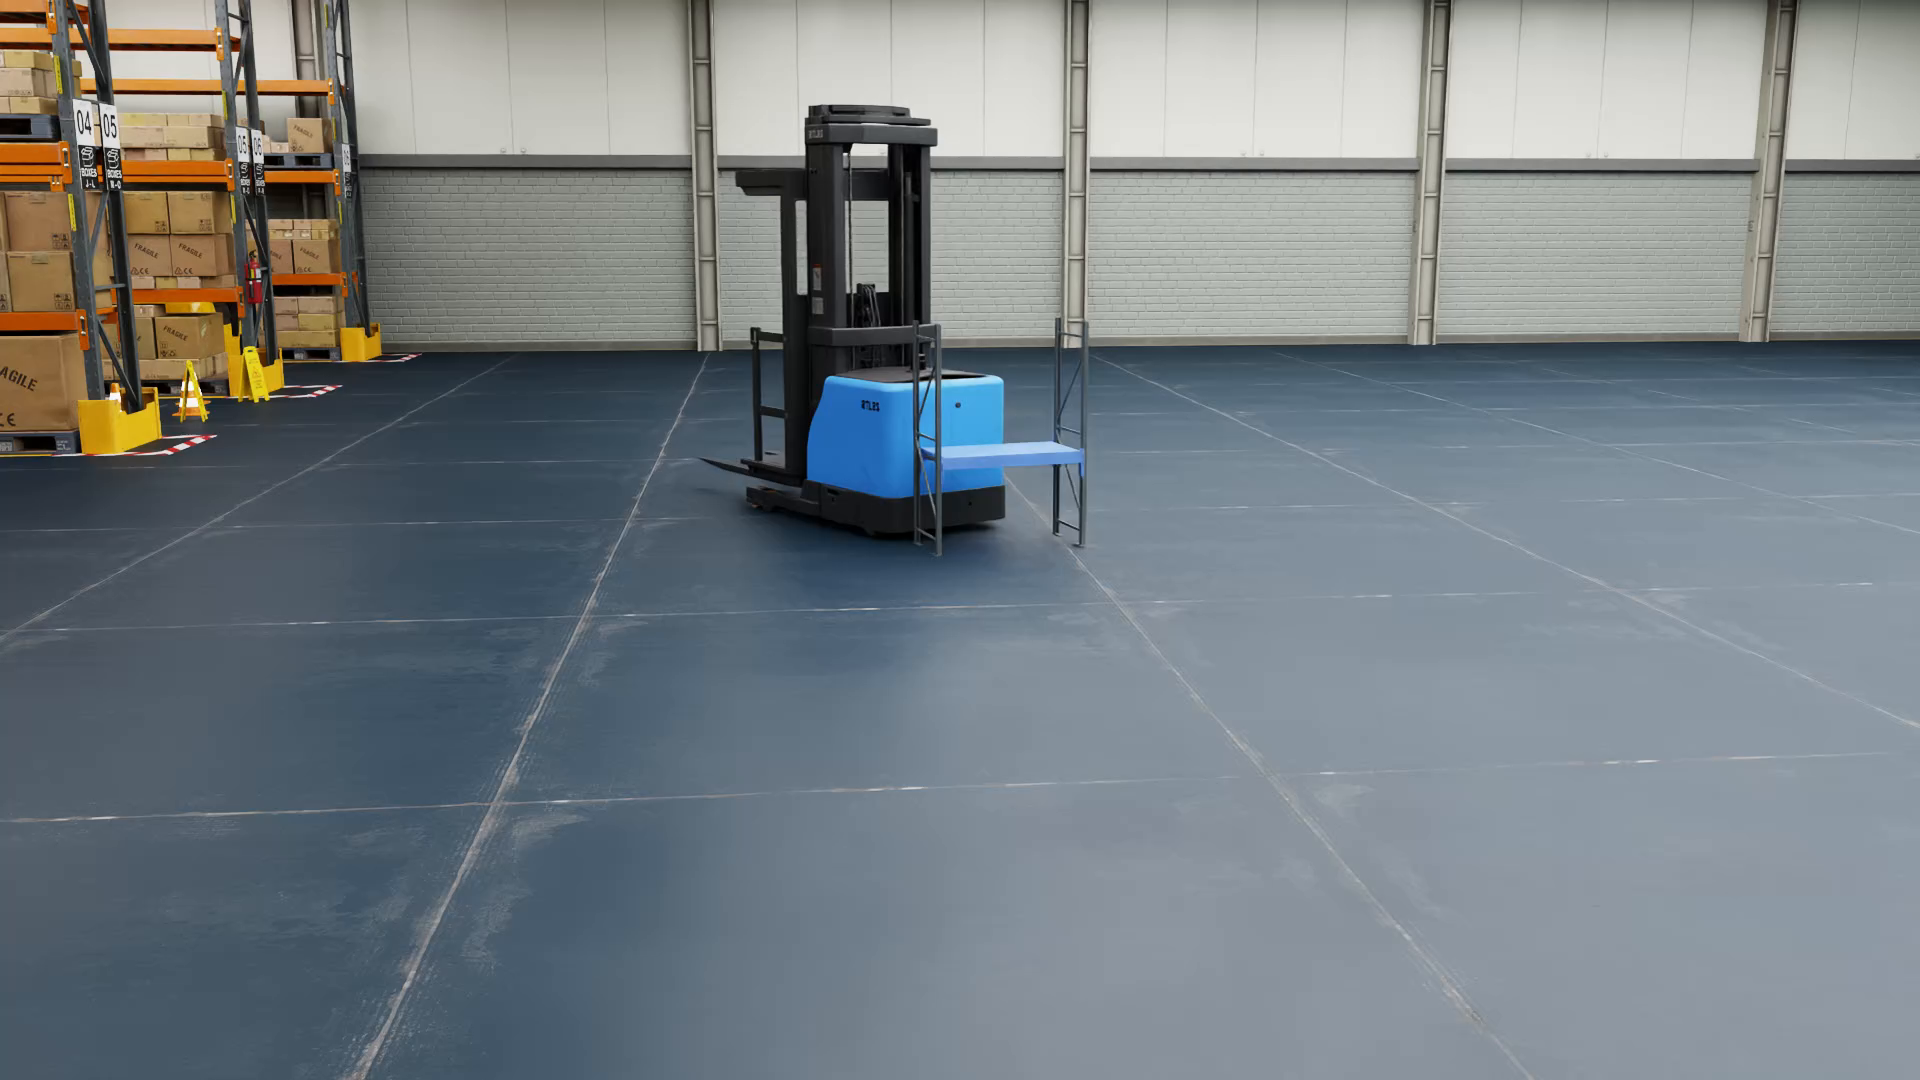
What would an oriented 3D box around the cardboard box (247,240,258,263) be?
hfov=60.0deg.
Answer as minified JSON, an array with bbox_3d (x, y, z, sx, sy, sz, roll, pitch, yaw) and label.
[{"bbox_3d":[-10.729,-4.247,24.934,0.500,0.500,0.500,-1,11,-7],"label":"cardboard box"}]

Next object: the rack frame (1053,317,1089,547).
[{"bbox_3d":[0.744,-0.734,11.213,0.032,1.500,0.500,-4,12,-19],"label":"rack frame"}]

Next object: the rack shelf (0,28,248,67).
[{"bbox_3d":[-10.691,-5.874,19.790,4.000,0.370,1.077,-1,11,-6],"label":"rack shelf"}]

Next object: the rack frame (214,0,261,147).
[{"bbox_3d":[-8.703,-6.270,19.932,0.127,3.000,1.000,-1,11,-6],"label":"rack frame"}]

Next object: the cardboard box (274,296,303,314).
[{"bbox_3d":[-10.173,-3.544,25.068,0.500,0.250,0.500,-1,11,-5],"label":"cardboard box"}]

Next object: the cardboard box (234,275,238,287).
[{"bbox_3d":[-9.063,-3.236,20.701,0.250,0.149,0.380,-1,11,-6],"label":"cardboard box"}]

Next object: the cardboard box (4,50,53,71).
[{"bbox_3d":[-8.366,-4.302,14.934,0.250,0.149,0.380,-1,11,-6],"label":"cardboard box"}]

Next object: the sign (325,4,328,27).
[{"bbox_3d":[-9.198,-7.615,24.146,0.005,0.325,0.100,-1,11,-6],"label":"sign"}]

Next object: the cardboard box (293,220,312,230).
[{"bbox_3d":[-9.818,-4.732,24.952,0.250,0.149,0.380,-1,11,-6],"label":"cardboard box"}]

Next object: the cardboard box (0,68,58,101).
[{"bbox_3d":[-8.524,-4.115,15.015,0.500,0.250,0.500,-1,11,-5],"label":"cardboard box"}]

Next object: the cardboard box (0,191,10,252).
[{"bbox_3d":[-8.977,-2.953,15.425,0.550,0.550,0.875,-1,11,-6],"label":"cardboard box"}]

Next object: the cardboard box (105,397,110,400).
[{"bbox_3d":[-9.787,-1.513,18.677,0.250,0.149,0.380,5,12,23],"label":"cardboard box"}]

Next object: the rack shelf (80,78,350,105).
[{"bbox_3d":[-11.231,-6.631,24.670,4.000,0.370,1.077,-1,11,-6],"label":"rack shelf"}]

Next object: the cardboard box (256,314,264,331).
[{"bbox_3d":[-10.703,-3.287,25.055,0.500,0.250,0.500,-1,11,-7],"label":"cardboard box"}]

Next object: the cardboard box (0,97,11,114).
[{"bbox_3d":[-8.612,-3.906,14.986,0.250,0.149,0.380,-1,11,-6],"label":"cardboard box"}]

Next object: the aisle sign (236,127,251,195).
[{"bbox_3d":[-8.610,-4.547,19.984,0.004,0.787,0.394,-1,11,-6],"label":"aisle sign"}]

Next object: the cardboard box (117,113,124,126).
[{"bbox_3d":[-10.021,-4.996,19.815,0.250,0.149,0.380,-1,11,-6],"label":"cardboard box"}]

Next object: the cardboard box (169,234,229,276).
[{"bbox_3d":[-9.212,-3.457,20.147,0.500,0.500,0.500,-1,11,-7],"label":"cardboard box"}]

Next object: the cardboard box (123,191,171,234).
[{"bbox_3d":[-9.691,-3.950,20.063,0.500,0.500,0.700,-1,11,-6],"label":"cardboard box"}]

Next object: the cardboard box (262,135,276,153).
[{"bbox_3d":[-10.285,-5.858,24.615,0.258,0.266,0.396,-1,11,-6],"label":"cardboard box"}]

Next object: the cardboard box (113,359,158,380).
[{"bbox_3d":[-9.993,-2.105,20.341,0.500,0.250,0.500,-1,11,-6],"label":"cardboard box"}]

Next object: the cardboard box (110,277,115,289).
[{"bbox_3d":[-10.315,-3.114,20.083,0.250,0.149,0.380,-1,11,-7],"label":"cardboard box"}]

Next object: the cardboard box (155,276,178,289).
[{"bbox_3d":[-9.548,-3.126,20.146,0.250,0.149,0.380,-1,11,-7],"label":"cardboard box"}]

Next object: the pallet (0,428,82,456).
[{"bbox_3d":[-8.854,-0.979,15.801,1.213,0.211,1.003,-1,11,-6],"label":"pallet"}]

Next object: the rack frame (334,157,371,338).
[{"bbox_3d":[-9.242,-4.278,25.353,0.127,3.000,1.000,-1,11,-6],"label":"rack frame"}]

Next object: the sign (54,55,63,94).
[{"bbox_3d":[-8.023,-4.142,14.795,0.005,0.325,0.100,-1,11,-6],"label":"sign"}]

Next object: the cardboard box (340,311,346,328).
[{"bbox_3d":[-9.732,-3.410,25.682,0.500,0.250,0.500,-1,11,-5],"label":"cardboard box"}]

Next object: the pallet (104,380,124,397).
[{"bbox_3d":[-10.800,-1.921,20.594,1.213,0.211,1.003,-1,11,-6],"label":"pallet"}]

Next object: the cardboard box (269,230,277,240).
[{"bbox_3d":[-10.320,-4.577,24.931,0.250,0.149,0.380,-1,11,-6],"label":"cardboard box"}]

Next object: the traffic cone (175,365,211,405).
[{"bbox_3d":[-8.991,-1.825,19.452,0.334,0.463,0.336,-1,11,-6],"label":"traffic cone"}]

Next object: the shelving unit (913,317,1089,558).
[{"bbox_3d":[0.264,-0.701,11.047,1.048,1.500,0.538,-4,12,-19],"label":"shelving unit"}]

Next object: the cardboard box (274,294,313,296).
[{"bbox_3d":[-10.237,-3.641,25.558,0.500,0.250,0.500,-1,11,-6],"label":"cardboard box"}]

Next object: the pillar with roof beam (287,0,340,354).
[{"bbox_3d":[-9.567,-6.554,21.380,0.400,9.000,9.100,-1,11,-6],"label":"pillar with roof beam"}]

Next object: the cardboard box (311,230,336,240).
[{"bbox_3d":[-9.557,-4.584,24.970,0.250,0.149,0.380,-1,11,-5],"label":"cardboard box"}]

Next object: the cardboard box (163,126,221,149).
[{"bbox_3d":[-9.182,-4.808,19.891,0.500,0.250,0.500,-1,11,-7],"label":"cardboard box"}]

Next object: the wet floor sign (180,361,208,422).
[{"bbox_3d":[-8.253,-1.604,17.855,0.232,0.644,0.267,-3,12,-16],"label":"wet floor sign"}]

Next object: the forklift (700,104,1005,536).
[{"bbox_3d":[-0.963,-1.698,12.407,1.130,2.935,3.031,-8,14,-36],"label":"forklift"}]

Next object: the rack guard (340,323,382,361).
[{"bbox_3d":[-9.218,-3.052,25.596,0.348,0.500,1.175,-1,11,-6],"label":"rack guard"}]

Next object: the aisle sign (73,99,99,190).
[{"bbox_3d":[-7.965,-3.599,15.157,0.004,0.787,0.394,-1,11,-6],"label":"aisle sign"}]

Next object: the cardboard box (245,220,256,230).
[{"bbox_3d":[-10.577,-4.704,24.808,0.250,0.149,0.380,-1,11,-5],"label":"cardboard box"}]

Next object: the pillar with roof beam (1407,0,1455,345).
[{"bbox_3d":[8.328,-6.929,23.287,0.400,9.000,9.100,-1,11,-6],"label":"pillar with roof beam"}]

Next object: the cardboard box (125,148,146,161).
[{"bbox_3d":[-9.798,-4.611,19.920,0.250,0.149,0.380,-1,11,-6],"label":"cardboard box"}]

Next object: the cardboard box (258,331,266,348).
[{"bbox_3d":[-10.669,-3.047,25.132,0.500,0.250,0.500,-1,11,-5],"label":"cardboard box"}]

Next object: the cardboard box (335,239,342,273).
[{"bbox_3d":[-9.765,-4.370,25.562,0.500,0.500,0.500,-1,11,-4],"label":"cardboard box"}]

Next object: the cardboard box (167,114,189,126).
[{"bbox_3d":[-9.268,-5.004,19.856,0.250,0.149,0.380,-1,11,-5],"label":"cardboard box"}]

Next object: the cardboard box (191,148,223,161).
[{"bbox_3d":[-9.027,-4.614,19.935,0.250,0.149,0.380,-1,11,-6],"label":"cardboard box"}]

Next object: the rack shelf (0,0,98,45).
[{"bbox_3d":[-10.056,-4.732,15.011,4.000,0.370,1.077,-1,11,-6],"label":"rack shelf"}]

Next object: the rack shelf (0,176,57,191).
[{"bbox_3d":[-15.207,-5.272,24.497,4.000,0.370,1.077,-1,11,-6],"label":"rack shelf"}]

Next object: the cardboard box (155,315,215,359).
[{"bbox_3d":[-9.471,-2.484,20.324,0.500,0.500,0.500,-1,11,-6],"label":"cardboard box"}]
